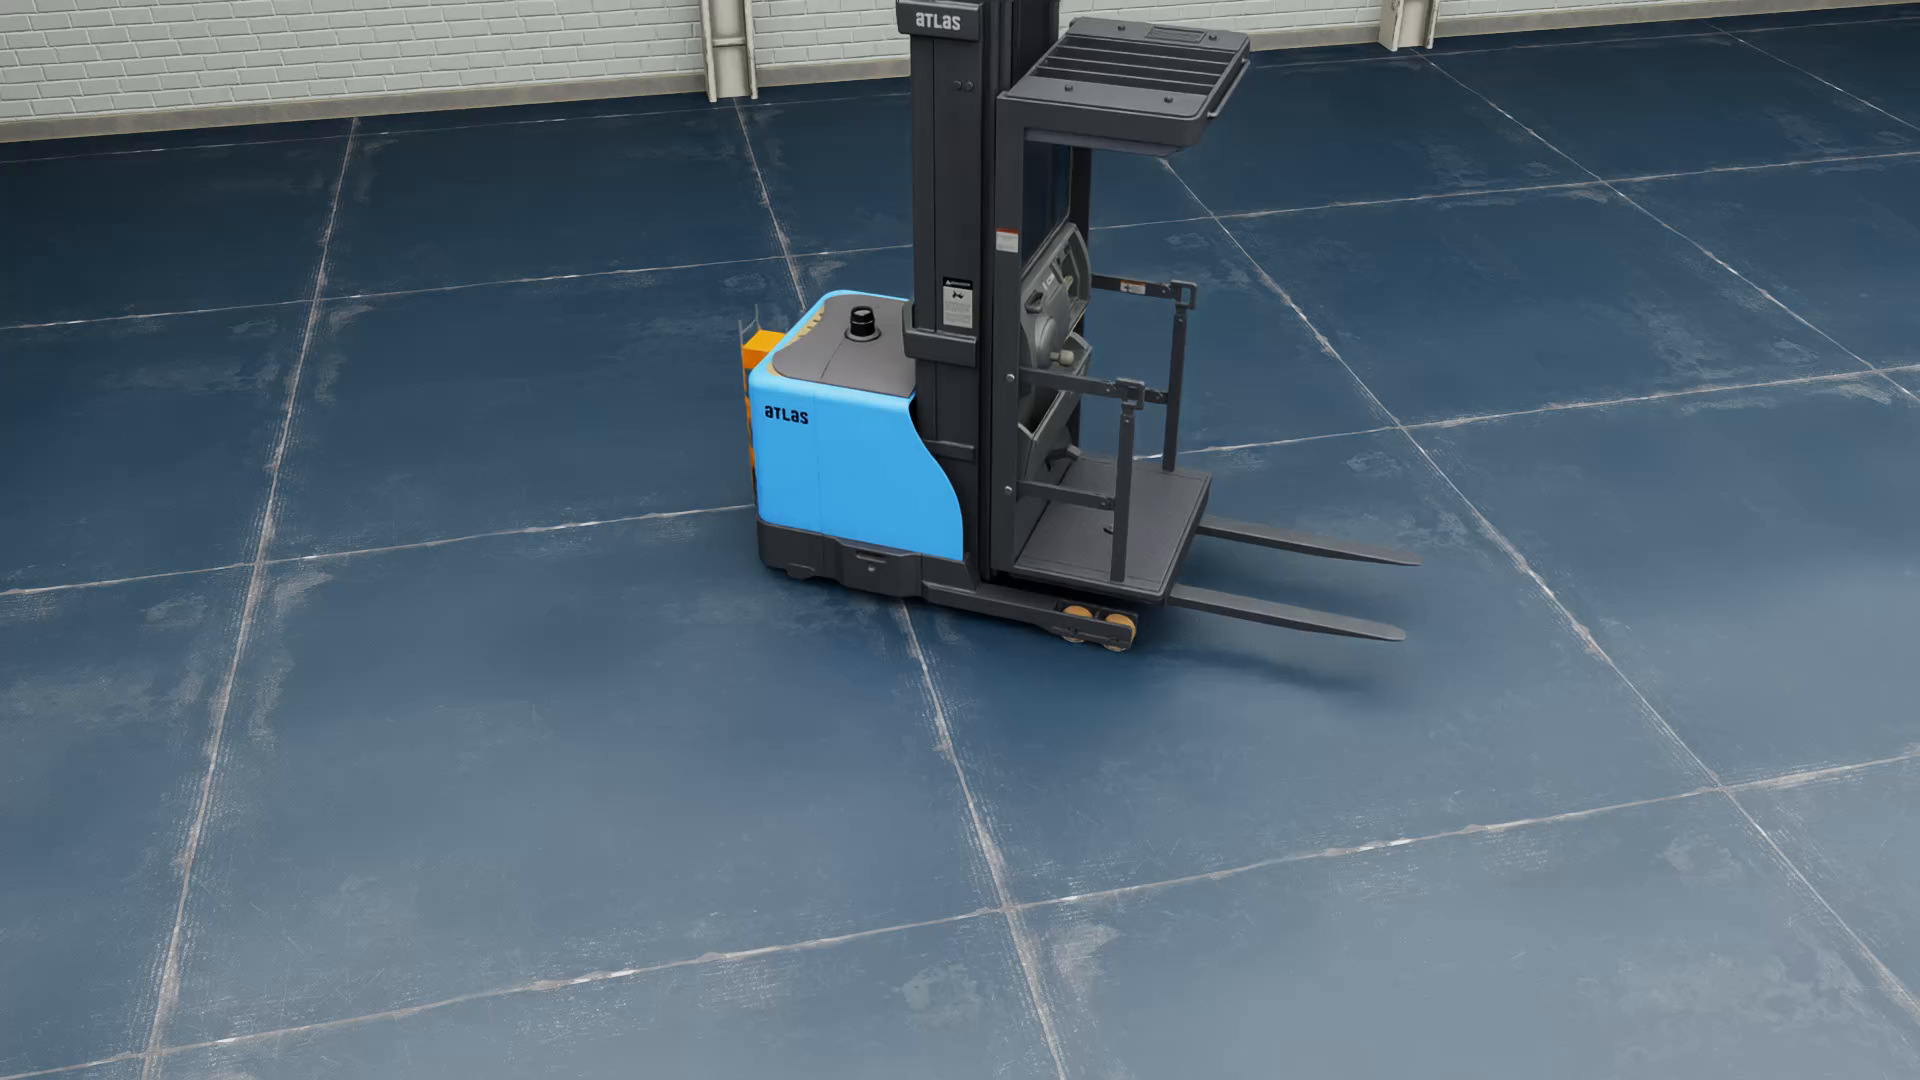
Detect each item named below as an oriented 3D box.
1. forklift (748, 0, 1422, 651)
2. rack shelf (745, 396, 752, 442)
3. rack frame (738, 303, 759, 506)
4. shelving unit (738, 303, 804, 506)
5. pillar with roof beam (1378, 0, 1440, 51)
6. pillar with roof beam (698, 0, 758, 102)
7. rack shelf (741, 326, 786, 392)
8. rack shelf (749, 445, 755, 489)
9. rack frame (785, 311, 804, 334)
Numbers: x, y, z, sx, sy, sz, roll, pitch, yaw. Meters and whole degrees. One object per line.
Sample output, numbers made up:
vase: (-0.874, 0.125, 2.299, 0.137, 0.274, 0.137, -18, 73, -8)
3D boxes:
forklift: (0.606, -1.050, 7.184, 3.031, 2.935, 1.130, 11, 35, 16)
rack shelf: (-0.905, -0.630, 8.266, 0.240, 0.259, 0.215, 11, 35, 16)
rack frame: (-1.020, -0.661, 8.293, 0.008, 1.050, 0.200, 11, 35, 16)
shelving unit: (-0.905, -0.639, 8.260, 0.252, 1.050, 0.215, 11, 35, 16)
pillar with roof beam: (4.917, -5.821, 8.848, 0.400, 9.000, 9.100, -7, 35, -11)
pillar with roof beam: (-0.935, -5.083, 7.749, 0.400, 9.000, 9.100, -7, 35, -11)
rack shelf: (-0.905, -0.866, 8.107, 0.240, 0.259, 0.215, 11, 35, 16)
rack shelf: (-0.905, -0.399, 8.420, 0.240, 0.259, 0.215, 11, 35, 16)
rack frame: (-0.789, -0.617, 8.227, 0.008, 1.050, 0.200, 11, 35, 16)
